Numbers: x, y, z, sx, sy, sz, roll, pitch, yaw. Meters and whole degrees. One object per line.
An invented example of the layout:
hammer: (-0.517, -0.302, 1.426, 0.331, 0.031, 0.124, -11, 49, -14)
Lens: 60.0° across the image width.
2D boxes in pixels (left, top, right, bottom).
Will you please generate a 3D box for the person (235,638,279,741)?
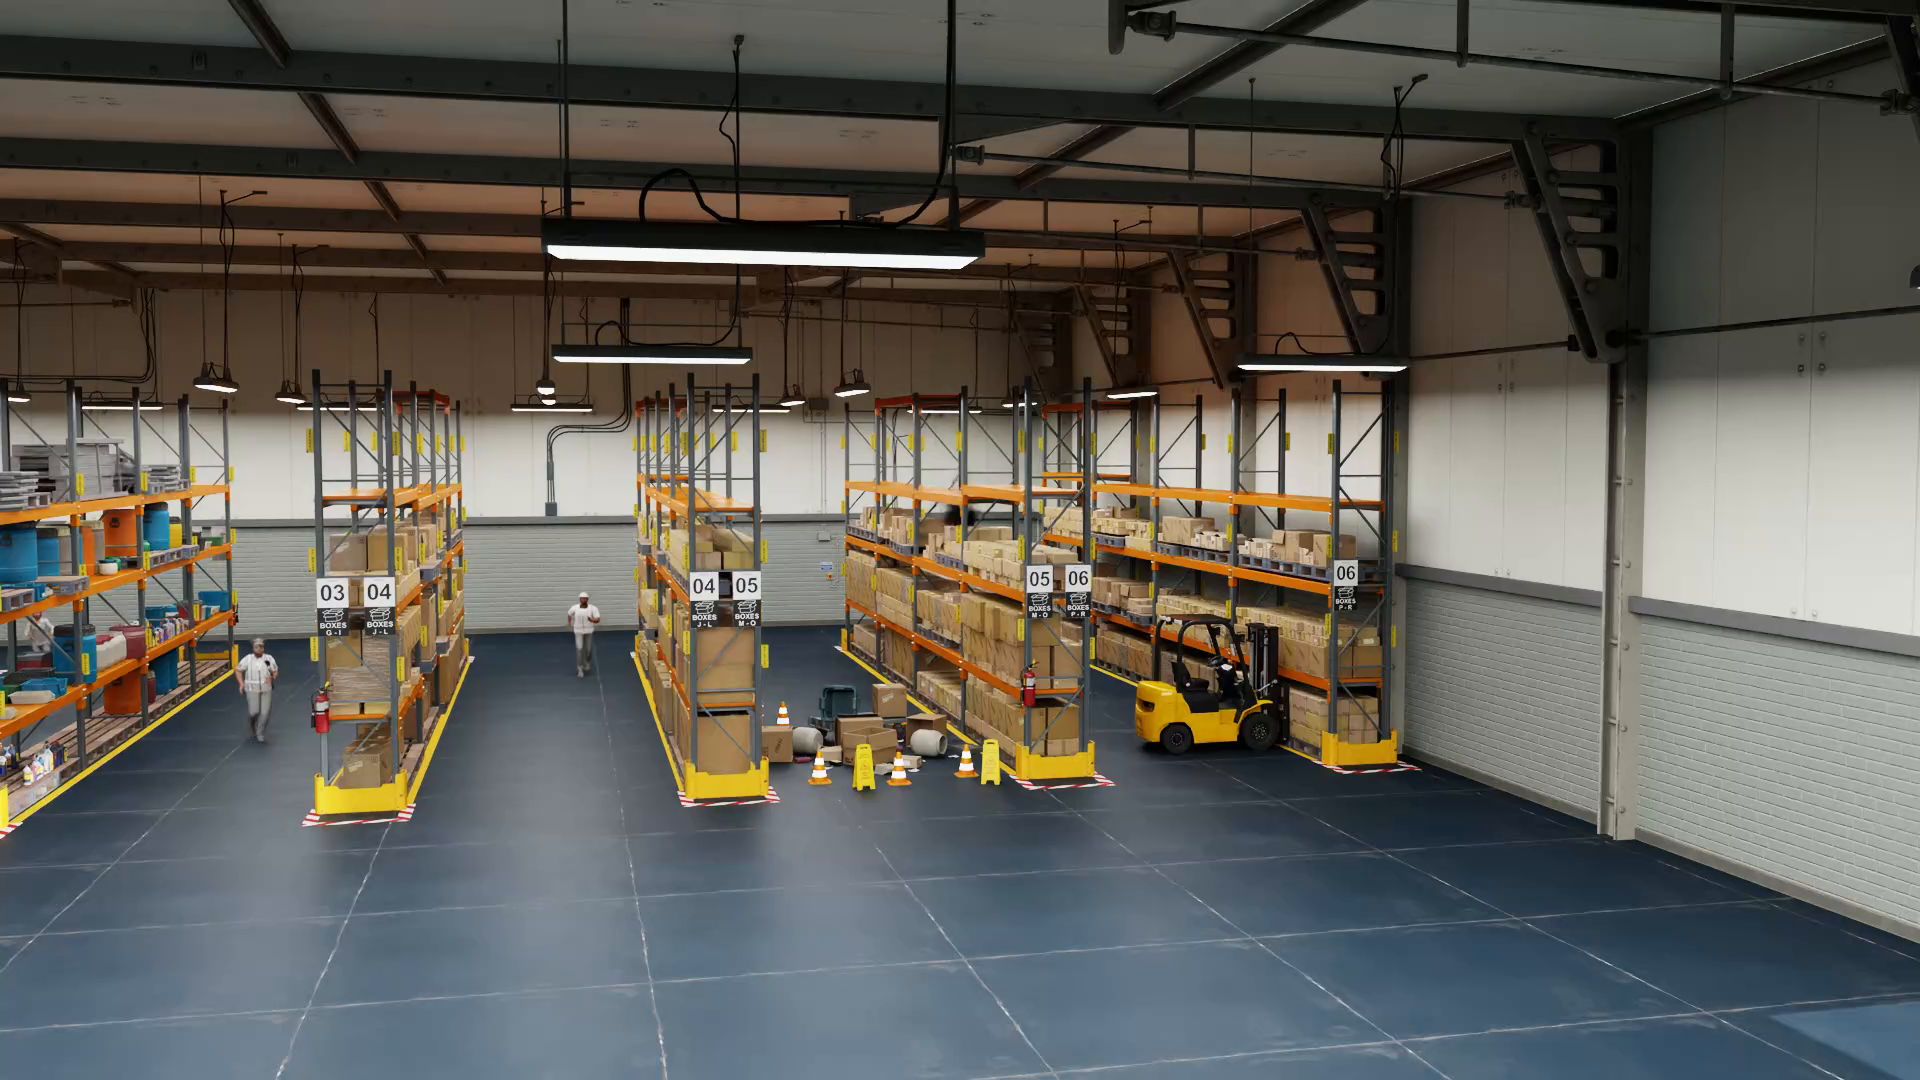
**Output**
person: (-11.754, 2.513, 27.883, 0.651, 1.738, 0.602, -2, 4, -32)

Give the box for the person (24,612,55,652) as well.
person: (-19.376, 2.214, 34.999, 0.572, 1.536, 0.469, -1, 4, -23)

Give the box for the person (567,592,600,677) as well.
person: (-8.139, 2.021, 35.999, 0.687, 1.796, 0.903, -1, 3, -14)
